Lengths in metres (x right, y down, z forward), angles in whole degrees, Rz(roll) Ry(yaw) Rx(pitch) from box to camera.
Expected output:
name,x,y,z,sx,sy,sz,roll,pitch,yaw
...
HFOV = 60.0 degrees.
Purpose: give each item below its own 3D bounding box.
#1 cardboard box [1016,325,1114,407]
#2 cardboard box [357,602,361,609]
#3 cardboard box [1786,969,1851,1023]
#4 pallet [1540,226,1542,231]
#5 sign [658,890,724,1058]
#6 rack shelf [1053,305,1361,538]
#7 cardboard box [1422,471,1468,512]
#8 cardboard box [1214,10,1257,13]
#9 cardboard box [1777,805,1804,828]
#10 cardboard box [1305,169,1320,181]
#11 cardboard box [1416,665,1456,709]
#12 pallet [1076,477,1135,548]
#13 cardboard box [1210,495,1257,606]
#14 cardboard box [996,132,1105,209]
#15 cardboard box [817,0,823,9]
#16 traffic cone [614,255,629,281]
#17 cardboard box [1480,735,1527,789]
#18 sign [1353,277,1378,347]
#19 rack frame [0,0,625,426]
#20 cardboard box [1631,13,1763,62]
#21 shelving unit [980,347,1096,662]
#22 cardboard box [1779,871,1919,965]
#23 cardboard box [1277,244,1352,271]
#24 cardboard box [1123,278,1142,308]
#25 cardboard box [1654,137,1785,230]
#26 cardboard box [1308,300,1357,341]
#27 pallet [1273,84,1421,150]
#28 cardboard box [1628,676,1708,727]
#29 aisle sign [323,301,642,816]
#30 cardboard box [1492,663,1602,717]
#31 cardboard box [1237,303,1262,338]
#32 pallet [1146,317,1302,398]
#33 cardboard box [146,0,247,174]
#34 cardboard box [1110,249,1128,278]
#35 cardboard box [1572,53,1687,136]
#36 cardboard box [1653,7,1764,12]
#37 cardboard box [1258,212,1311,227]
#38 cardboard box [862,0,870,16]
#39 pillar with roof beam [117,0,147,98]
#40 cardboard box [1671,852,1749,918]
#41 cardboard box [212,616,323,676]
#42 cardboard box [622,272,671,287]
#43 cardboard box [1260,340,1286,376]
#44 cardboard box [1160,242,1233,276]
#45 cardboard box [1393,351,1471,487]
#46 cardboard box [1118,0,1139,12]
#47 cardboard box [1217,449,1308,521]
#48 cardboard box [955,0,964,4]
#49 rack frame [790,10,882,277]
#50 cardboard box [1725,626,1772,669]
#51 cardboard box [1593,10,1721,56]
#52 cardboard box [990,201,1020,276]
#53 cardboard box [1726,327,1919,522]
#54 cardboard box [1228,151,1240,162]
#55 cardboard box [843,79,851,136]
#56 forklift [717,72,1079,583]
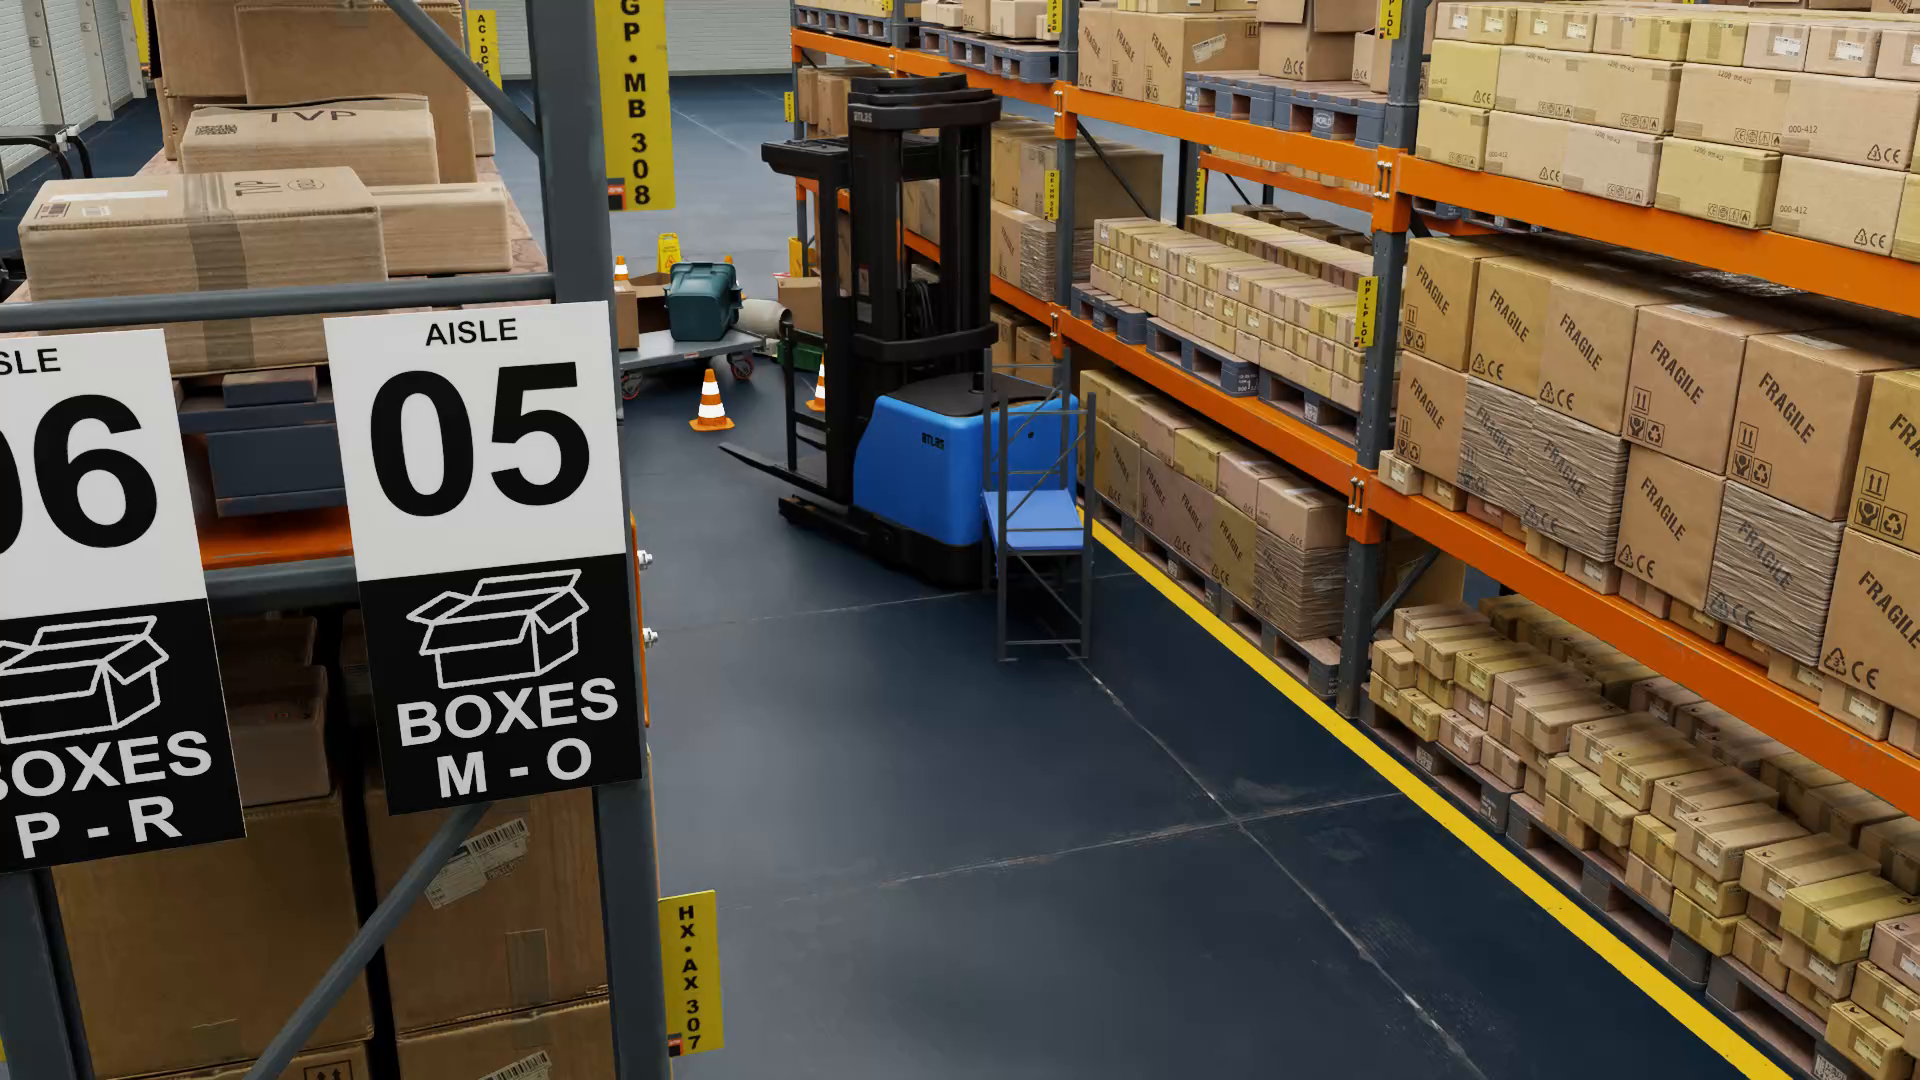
name,x,y,z,sx,sy,sz,roll,pitch,yaw
cardboard box,1.043,-1.199,12.523,1.050,0.750,0.750,-7,21,-18
cardboard box,-1.053,0.404,3.728,0.500,0.500,0.500,-7,21,-19
cardboard box,3.122,1.544,5.776,0.380,0.149,0.250,-6,21,-17
pallet,5.564,-2.476,13.657,1.213,0.211,1.003,-6,21,-17
sign,-0.475,0.769,2.940,0.100,0.325,0.005,-6,21,-17
rack shelf,1.778,-0.874,9.978,1.077,0.370,4.000,-6,21,-17
cardboard box,2.337,-0.252,7.553,0.380,0.149,0.250,-6,21,-16
cardboard box,1.739,-2.998,10.241,0.500,0.500,0.500,-6,21,-17
cardboard box,3.274,1.107,6.554,0.380,0.149,0.250,-5,20,-14
cardboard box,3.940,-3.959,17.873,0.380,0.149,0.250,-6,21,-17
cardboard box,2.381,0.655,7.812,0.380,0.149,0.250,-6,21,-17
pallet,1.393,-0.291,11.416,1.003,0.211,1.213,-6,21,-17
cardboard box,1.774,0.032,9.466,0.500,0.500,0.500,-7,21,-18
cardboard box,0.694,-2.844,12.770,0.700,0.500,0.500,-7,21,-18
cardboard box,-1.244,-5.492,16.935,0.380,0.149,0.250,-6,21,-17
traffic cone,-3.726,-2.896,18.294,0.336,0.463,0.334,-6,21,-17
cardboard box,2.554,0.960,7.403,0.380,0.149,0.250,-7,21,-18
sign,1.881,-1.056,7.706,0.100,0.325,0.005,-6,21,-17
rack frame,-1.004,-1.553,1.927,1.000,3.000,0.127,-6,21,-17
cardboard box,2.635,-1.789,5.915,0.380,0.149,0.250,-5,20,-14
shelving unit,0.420,-0.223,9.318,0.538,1.500,1.048,-1,20,-4
cardboard box,3.030,1.277,5.639,0.380,0.149,0.250,-7,21,-18
cardboard box,2.143,-1.690,10.056,0.380,0.149,0.250,-5,20,-15
cardboard box,1.268,-1.596,10.674,0.380,0.149,0.250,-5,20,-14
cardboard box,2.773,-1.239,5.712,0.500,0.250,0.500,-5,20,-15
cardboard box,2.010,-1.125,8.481,0.380,0.149,0.250,-7,21,-19
pallet,2.314,-2.104,8.177,1.213,0.211,1.003,-6,21,-17
cardboard box,3.149,0.705,7.232,0.380,0.149,0.250,-7,21,-20
aisle sign,-0.706,0.040,2.523,0.394,0.787,0.004,-6,21,-17
cardboard box,2.578,0.677,7.309,0.380,0.149,0.250,-7,21,-19
cardboard box,1.764,-1.232,9.221,0.380,0.149,0.250,-8,21,-20
pallet,1.810,-1.134,9.919,1.003,0.211,1.213,-6,21,-17
cardboard box,-1.807,-1.288,4.707,0.797,0.503,0.637,-5,20,-13
cardboard box,1.198,-1.811,10.831,0.380,0.149,0.250,-5,20,-15
cardboard box,2.627,-1.644,6.102,0.500,0.250,0.500,-6,21,-16
cardboard box,2.944,-2.009,6.528,0.380,0.149,0.250,-6,21,-15
cardboard box,3.776,-3.547,19.432,0.500,0.500,0.500,-1,20,-3
cardboard box,-0.688,-4.923,15.351,0.380,0.149,0.250,-6,21,-16
pillar with roof beam,-16.723,-15.924,41.938,9.100,9.000,0.400,-6,21,-17
cardboard box,2.887,1.246,6.166,0.380,0.149,0.250,-6,21,-16
cardboard box,-1.409,0.275,3.126,0.380,0.149,0.250,-6,21,-16
cardboard box,-3.077,-2.394,16.837,0.637,0.503,0.797,12,23,30
cardboard box,1.857,-1.001,9.016,0.380,0.149,0.250,-7,21,-20
cardboard box,1.440,-1.708,10.106,0.380,0.149,0.250,-5,20,-15
cardboard box,2.323,-0.572,7.485,0.500,0.500,0.500,-7,21,-18
cardboard box,1.177,-3.349,10.086,0.396,0.266,0.258,-6,21,-17
cardboard box,1.783,-0.324,9.348,0.500,0.250,0.500,-5,20,-15
cardboard box,0.266,-4.514,14.063,0.500,0.250,0.500,-6,21,-17
rack frame,-1.365,-4.422,18.790,1.000,3.000,0.127,-6,21,-17
cardboard box,2.972,0.333,5.922,0.380,0.149,0.250,-7,21,-19
cardboard box,2.594,-1.882,6.173,0.380,0.149,0.250,-7,21,-19
cardboard box,0.440,-2.338,12.842,0.500,0.500,0.500,-7,21,-18
cardboard box,2.952,-0.394,5.509,0.500,0.500,0.500,-5,20,-14
cardboard box,3.363,-4.517,19.428,0.380,0.149,0.250,-6,21,-17
cardboard box,-0.688,-4.360,16.800,0.875,0.550,0.500,-6,21,-17
forklift,-0.571,-1.545,10.881,1.130,2.935,3.031,-15,25,-36
